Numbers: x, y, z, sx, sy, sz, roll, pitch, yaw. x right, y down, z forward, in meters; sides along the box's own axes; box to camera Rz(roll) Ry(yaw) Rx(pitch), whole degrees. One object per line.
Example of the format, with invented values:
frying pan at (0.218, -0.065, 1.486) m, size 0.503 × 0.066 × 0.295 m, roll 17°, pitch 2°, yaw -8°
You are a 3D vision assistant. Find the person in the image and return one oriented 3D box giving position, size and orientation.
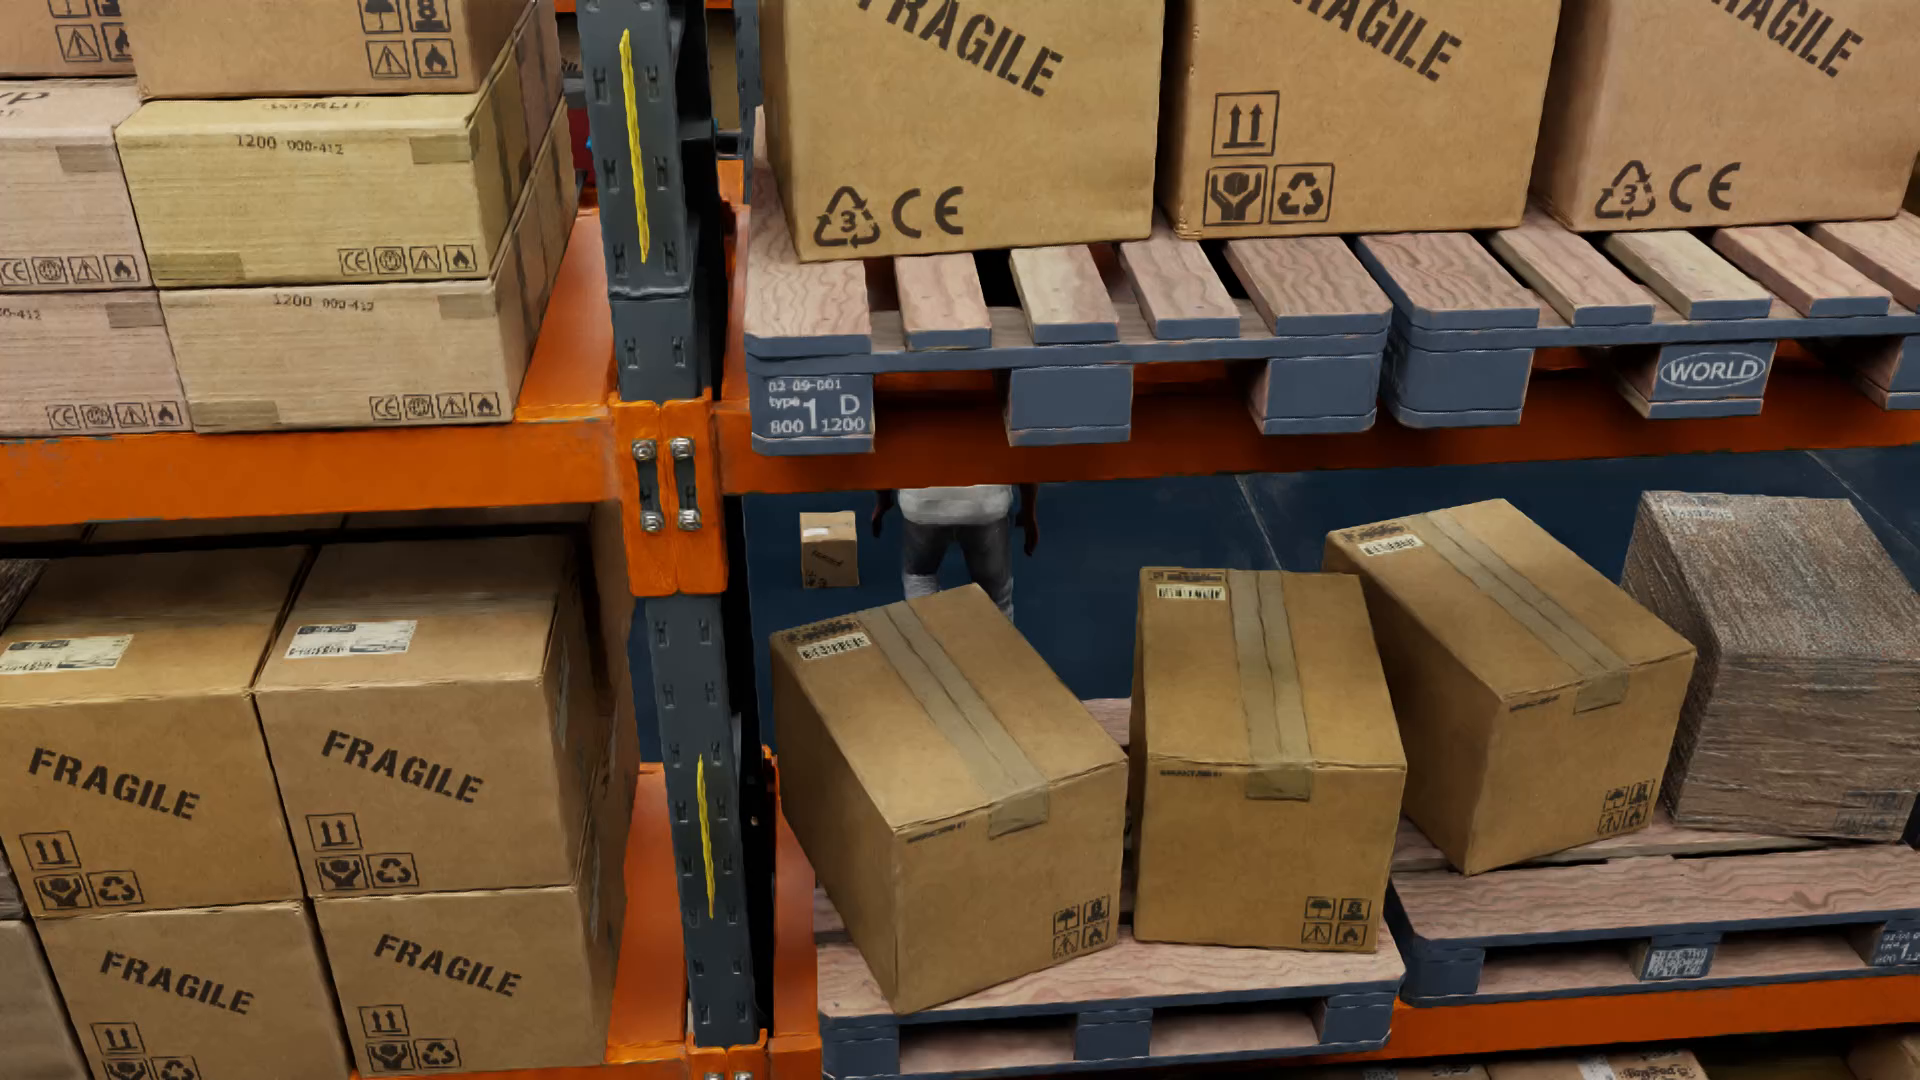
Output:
person at (-0.026, -0.095, 6.230) m, size 0.650 × 1.759 × 0.507 m, roll 2°, pitch 31°, yaw 4°
